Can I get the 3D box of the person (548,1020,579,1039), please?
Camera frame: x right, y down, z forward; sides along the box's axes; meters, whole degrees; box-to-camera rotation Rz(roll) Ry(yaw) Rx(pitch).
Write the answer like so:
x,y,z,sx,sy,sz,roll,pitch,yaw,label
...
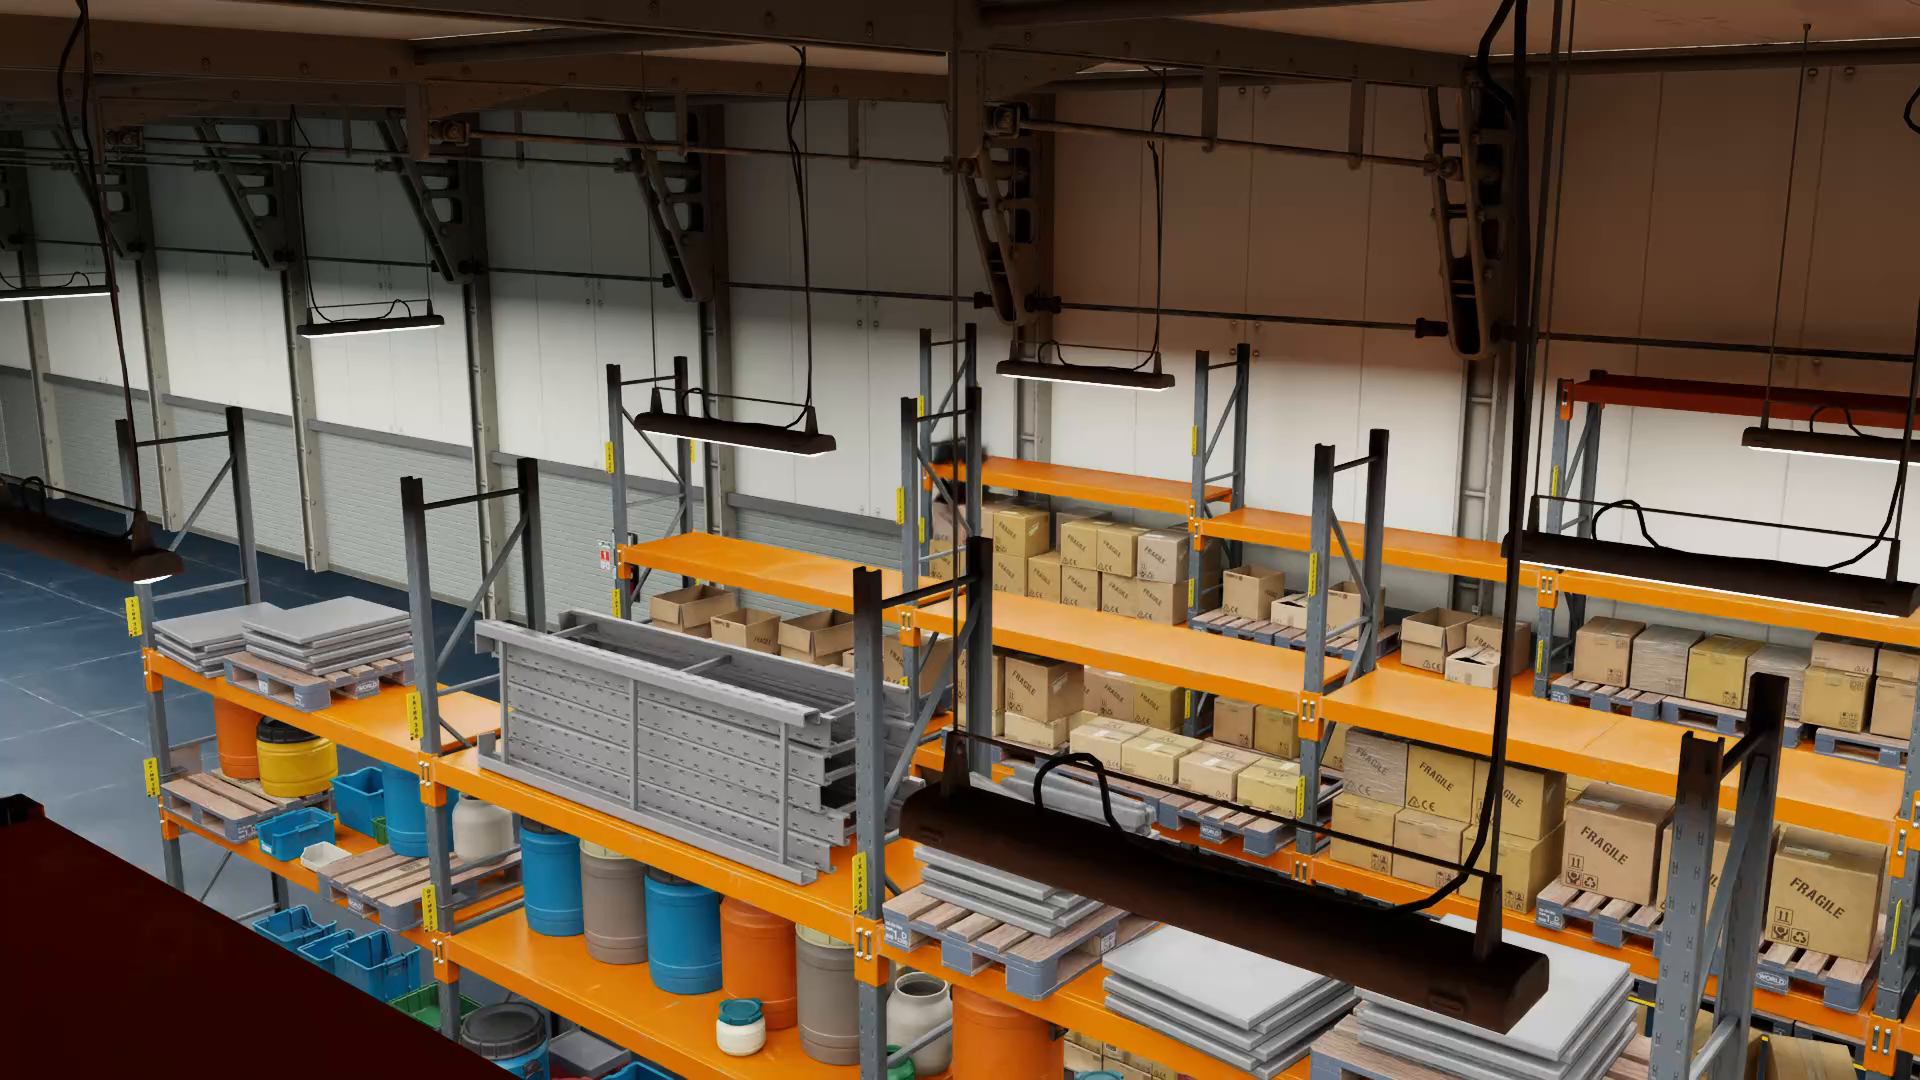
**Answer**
x,y,z,sx,sy,sz,roll,pitch,yaw,label
-3.495,3.840,15.098,0.904,1.785,0.644,7,15,29,person
